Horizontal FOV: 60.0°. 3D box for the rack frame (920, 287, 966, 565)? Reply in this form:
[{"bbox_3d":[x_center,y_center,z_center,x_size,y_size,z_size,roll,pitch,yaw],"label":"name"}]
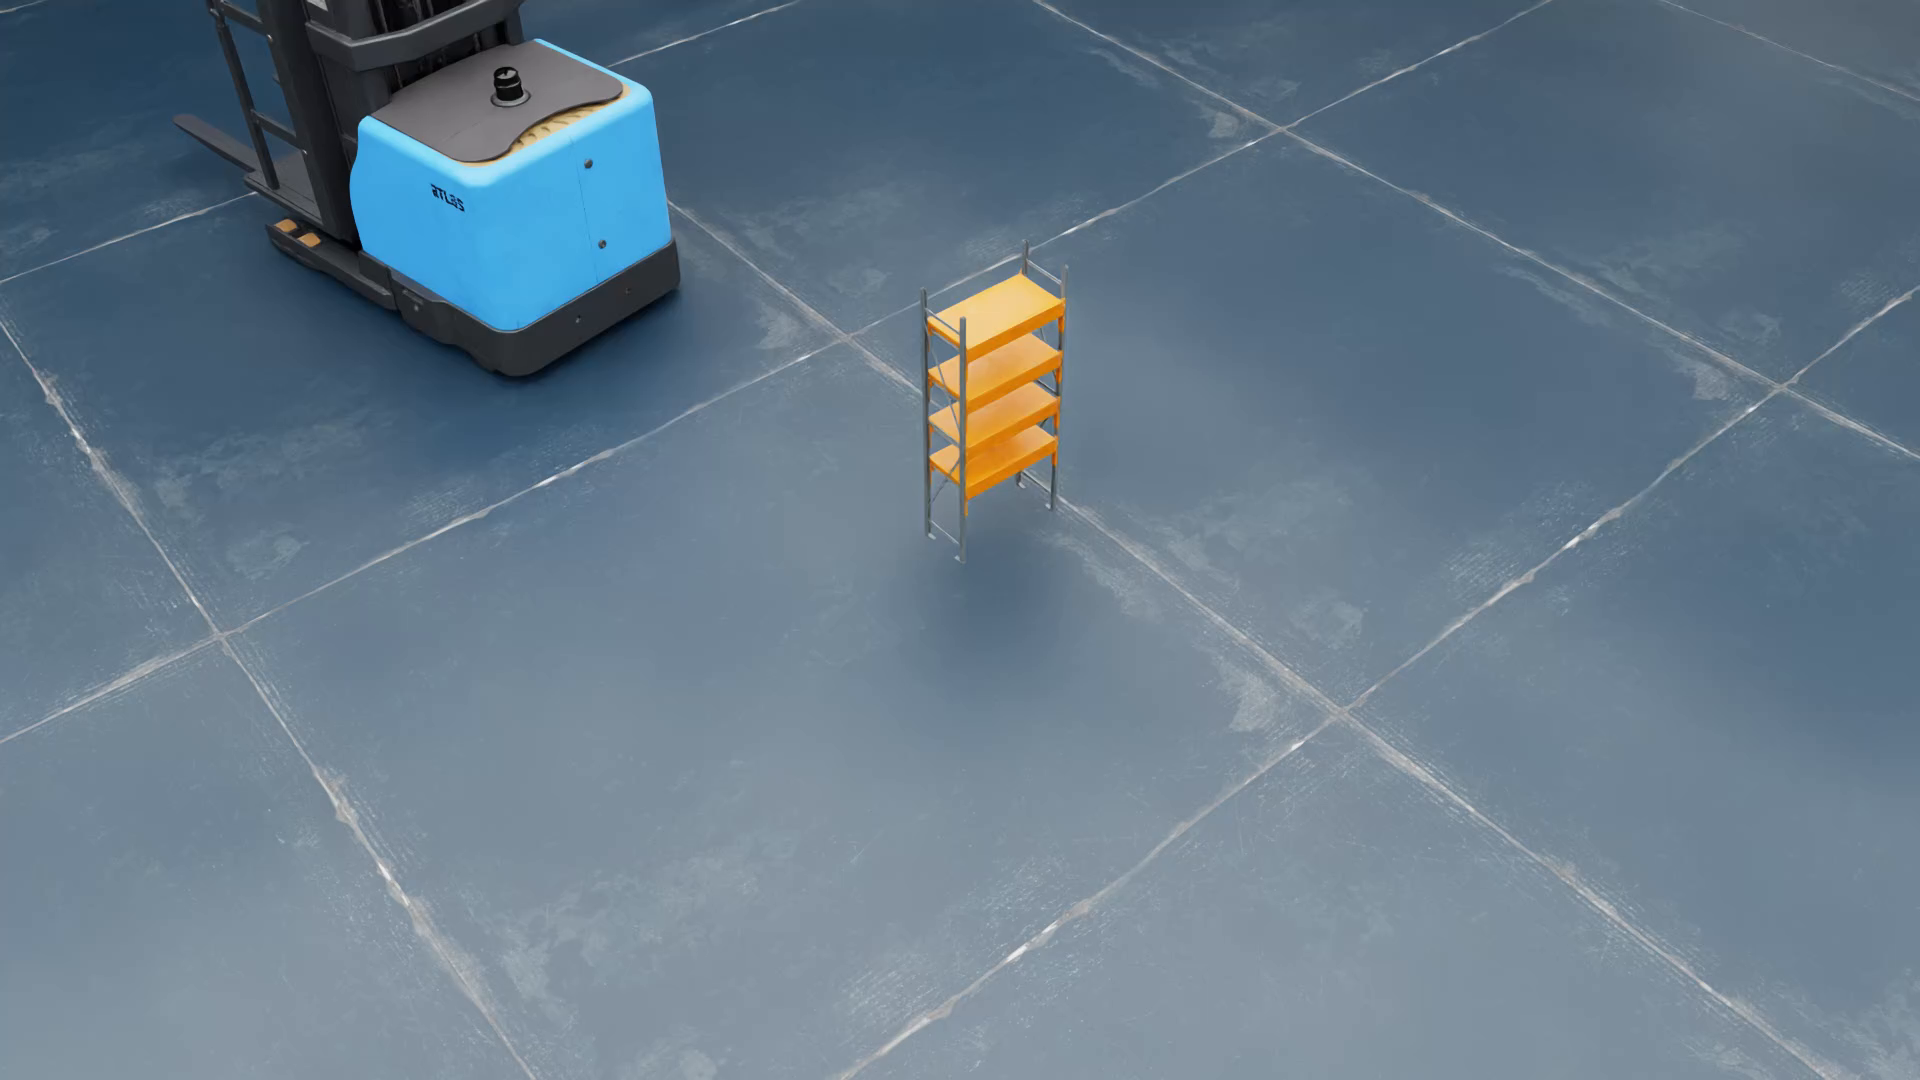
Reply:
[{"bbox_3d":[-0.060,-0.403,6.303,0.015,1.200,0.240,-30,51,-28],"label":"rack frame"}]

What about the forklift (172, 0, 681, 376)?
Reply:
[{"bbox_3d":[-2.795,-2.655,7.435,3.031,2.935,1.130,30,51,28],"label":"forklift"}]

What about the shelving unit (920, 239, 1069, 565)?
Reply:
[{"bbox_3d":[0.127,-0.510,6.417,0.503,1.200,0.258,-30,51,-28],"label":"shelving unit"}]

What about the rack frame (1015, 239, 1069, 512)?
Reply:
[{"bbox_3d":[0.314,-0.617,6.531,0.015,1.200,0.240,-30,51,-28],"label":"rack frame"}]

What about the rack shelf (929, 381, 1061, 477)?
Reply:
[{"bbox_3d":[0.127,-0.461,6.463,0.480,0.148,0.258,-30,51,-28],"label":"rack shelf"}]

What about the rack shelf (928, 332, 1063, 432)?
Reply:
[{"bbox_3d":[0.127,-0.624,6.310,0.480,0.148,0.258,-30,51,-28],"label":"rack shelf"}]

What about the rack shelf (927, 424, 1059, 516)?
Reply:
[{"bbox_3d":[0.127,-0.316,6.599,0.480,0.148,0.258,-30,51,-28],"label":"rack shelf"}]

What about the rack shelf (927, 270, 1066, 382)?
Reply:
[{"bbox_3d":[0.127,-0.796,6.148,0.480,0.148,0.258,-30,51,-28],"label":"rack shelf"}]
